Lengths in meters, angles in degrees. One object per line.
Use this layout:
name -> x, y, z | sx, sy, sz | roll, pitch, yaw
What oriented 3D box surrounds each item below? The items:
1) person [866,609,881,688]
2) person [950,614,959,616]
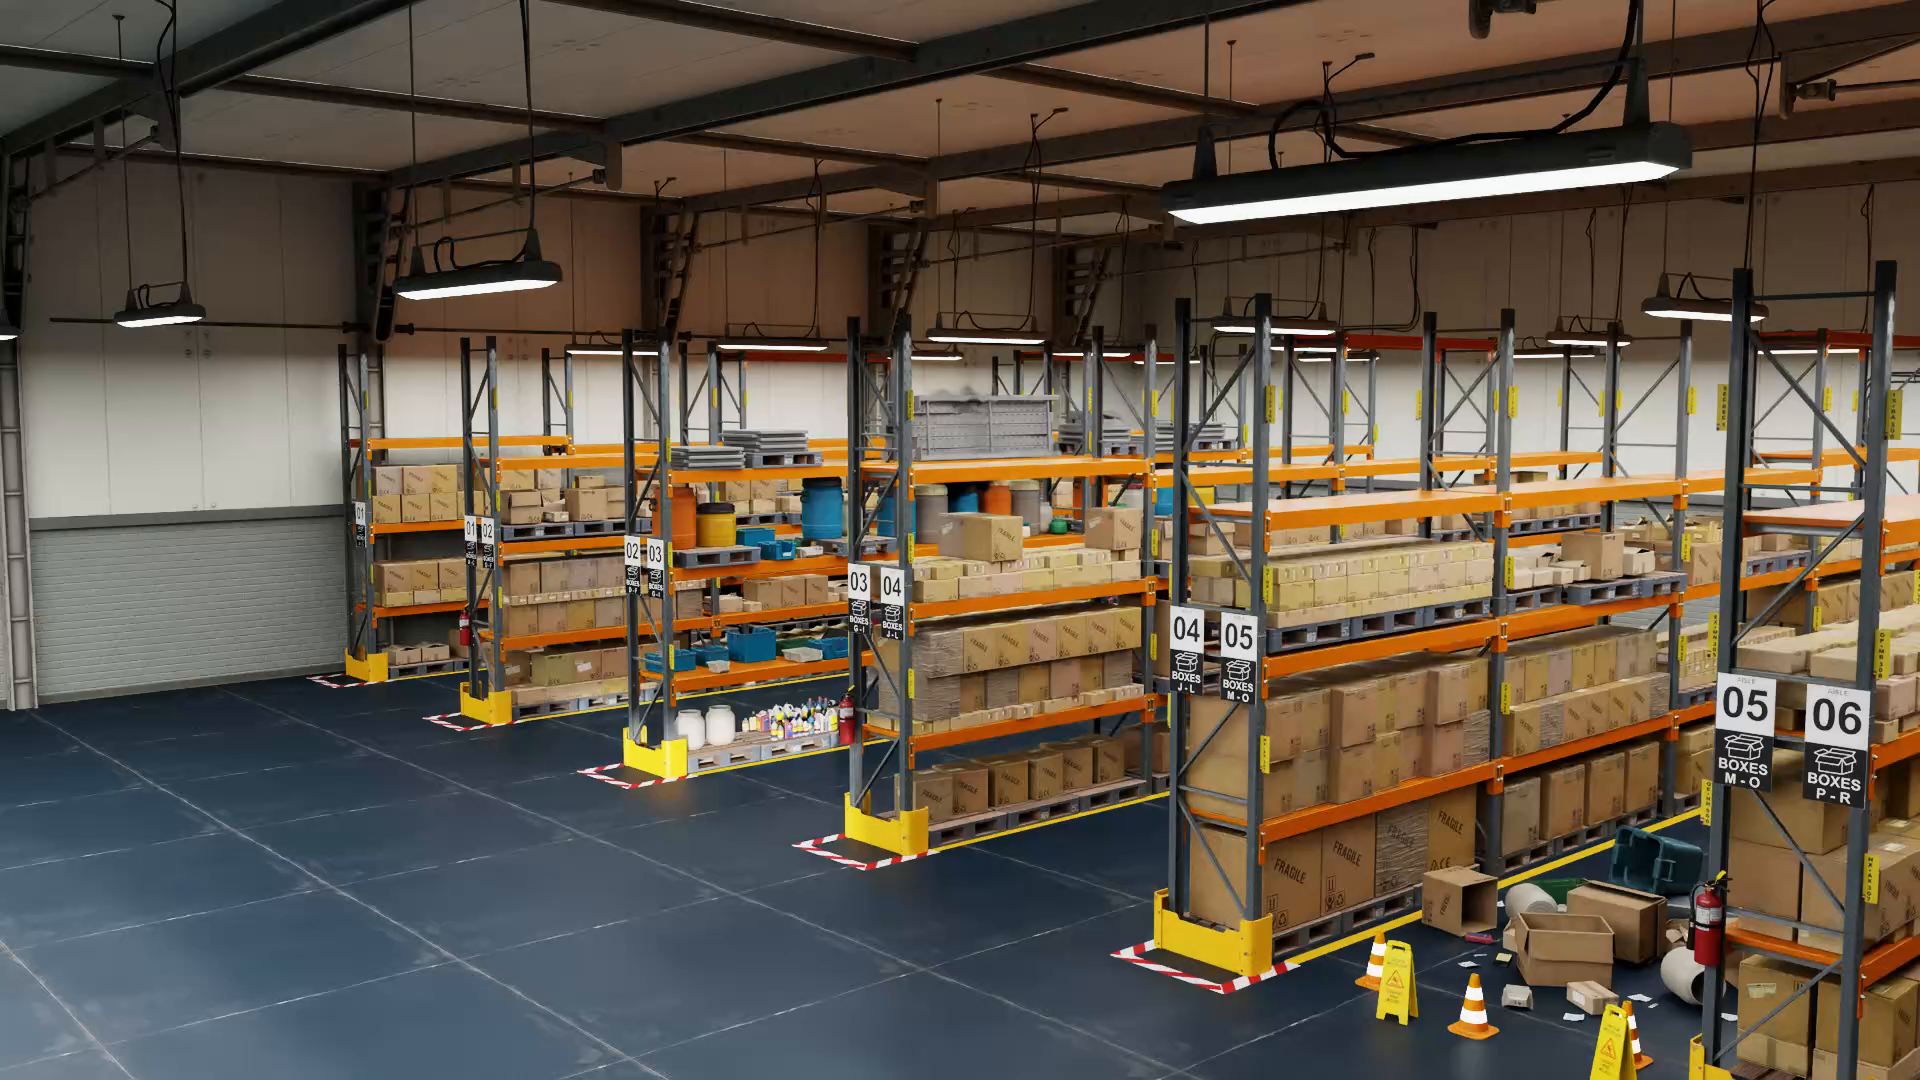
person -> -1.382, 1.557, 27.491 | 0.694, 1.745, 0.693 | 5, 7, 42
person -> -0.122, 1.402, 29.142 | 0.683, 1.771, 0.634 | 4, 6, 35
